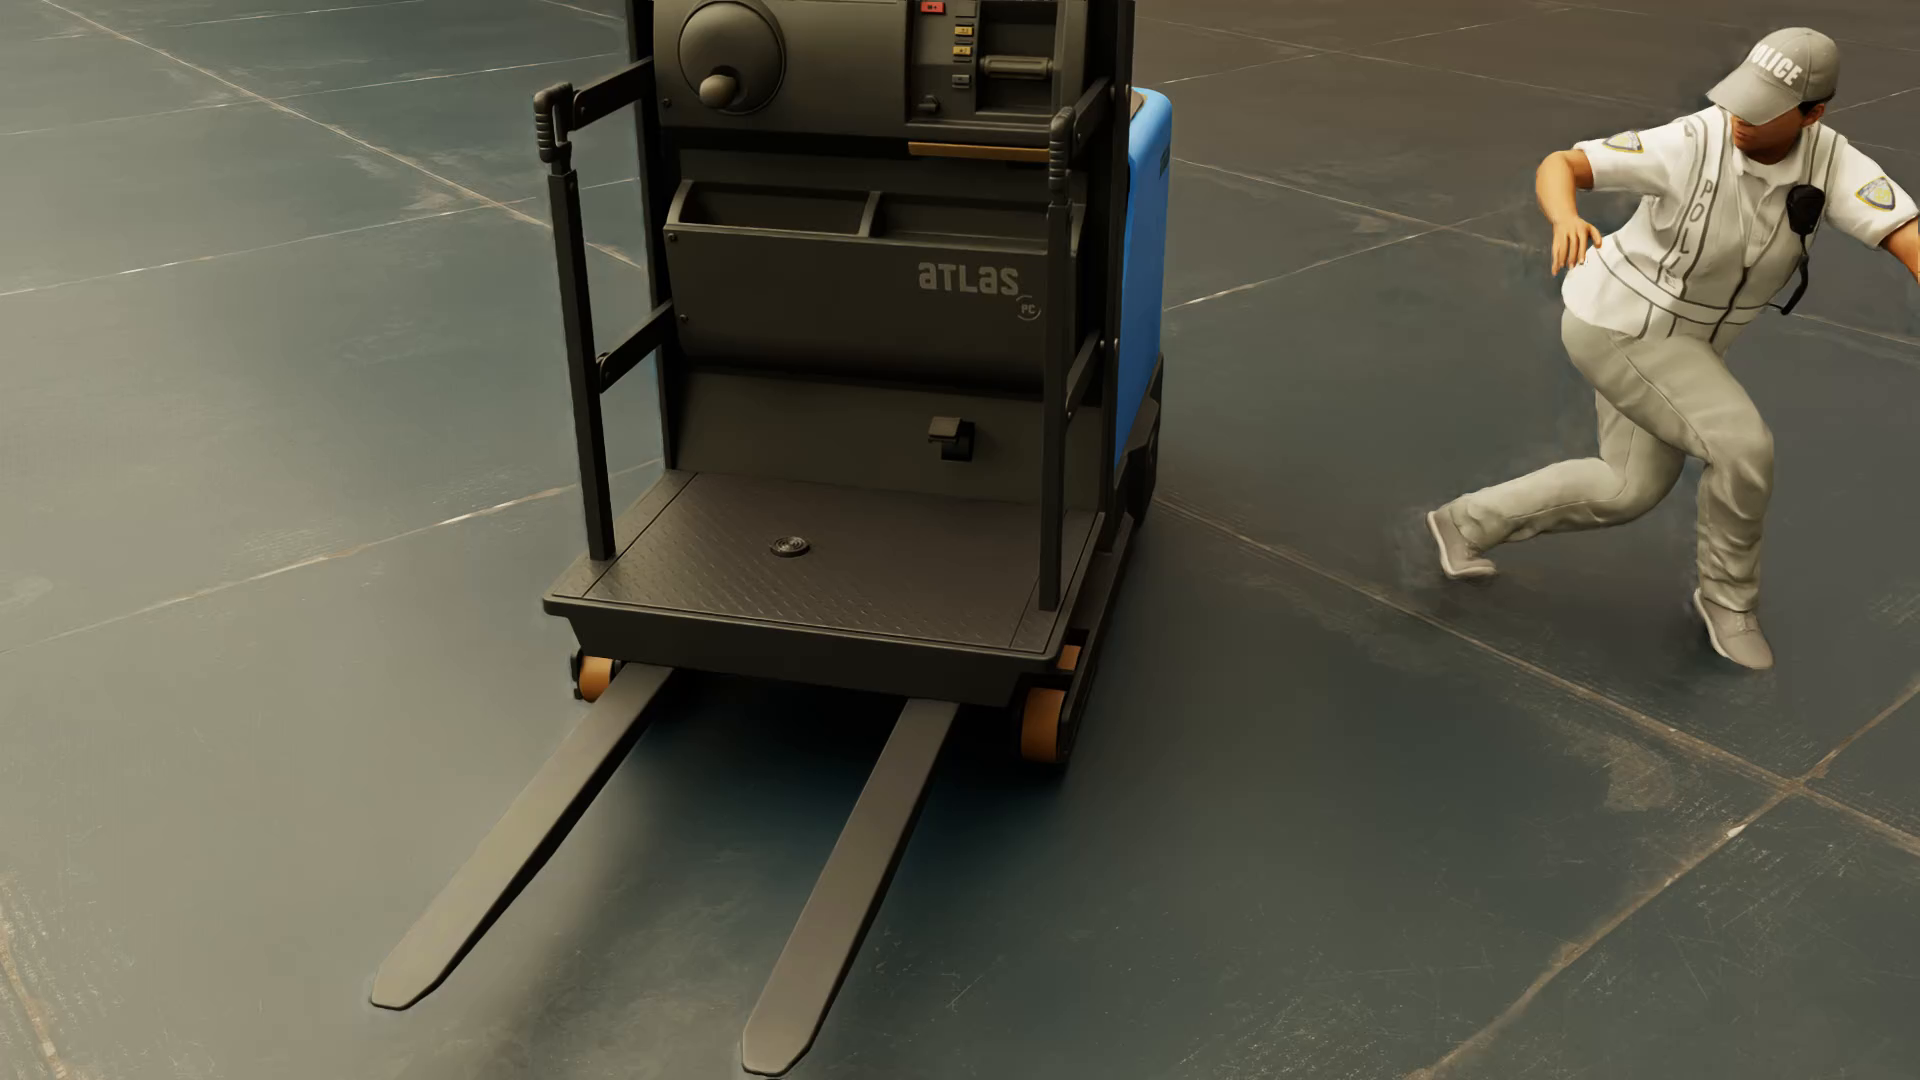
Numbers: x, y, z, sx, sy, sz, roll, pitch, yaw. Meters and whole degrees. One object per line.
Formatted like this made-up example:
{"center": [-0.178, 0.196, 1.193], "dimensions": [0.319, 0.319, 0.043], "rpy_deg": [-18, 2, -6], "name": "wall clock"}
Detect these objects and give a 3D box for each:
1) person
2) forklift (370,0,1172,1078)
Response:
{"center": [1.634, -0.378, 3.701], "dimensions": [0.836, 1.459, 1.062], "rpy_deg": [-15, 30, -28], "name": "person"}
{"center": [-0.237, -1.021, 3.260], "dimensions": [1.130, 2.935, 3.031], "rpy_deg": [6, 27, 12], "name": "forklift"}
